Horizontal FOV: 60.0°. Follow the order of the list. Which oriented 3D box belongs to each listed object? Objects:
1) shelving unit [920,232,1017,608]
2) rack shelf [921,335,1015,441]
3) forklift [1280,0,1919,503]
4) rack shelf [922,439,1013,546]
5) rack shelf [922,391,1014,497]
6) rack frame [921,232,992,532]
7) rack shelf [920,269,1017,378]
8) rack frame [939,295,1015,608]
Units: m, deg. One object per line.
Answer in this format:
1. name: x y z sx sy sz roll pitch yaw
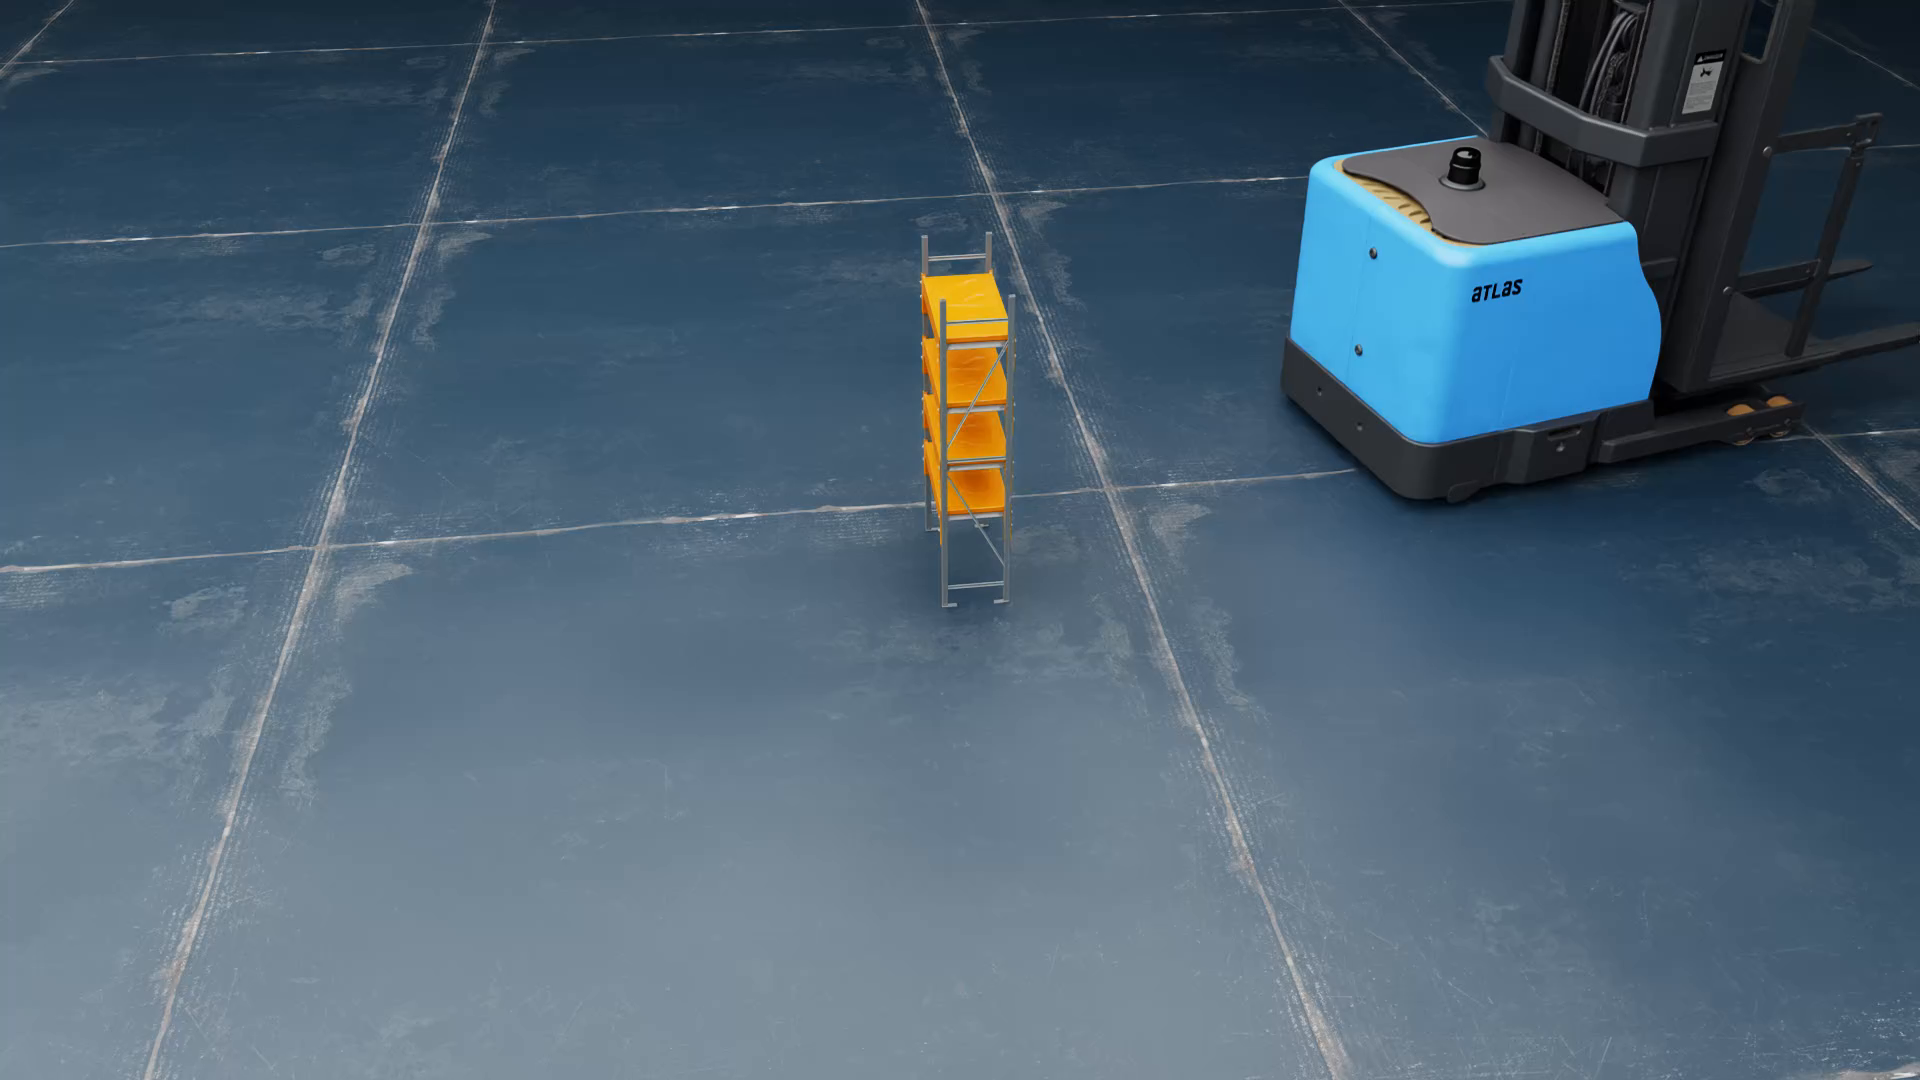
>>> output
1. shelving unit: 0.022 -0.403 5.777 0.258 1.200 0.503 -4 35 -6
2. rack shelf: 0.022 -0.533 5.688 0.258 0.148 0.480 -4 35 -6
3. forklift: 2.935 -1.864 6.382 3.031 2.935 1.130 -12 36 -17
4. rack shelf: 0.022 -0.184 5.926 0.258 0.148 0.480 -4 35 -6
5. rack shelf: 0.022 -0.348 5.814 0.258 0.148 0.480 -4 35 -6
6. rack frame: -0.011 -0.540 5.976 0.240 1.200 0.015 -4 35 -6
7. rack shelf: 0.022 -0.728 5.555 0.258 0.148 0.480 -4 35 -6
8. rack frame: 0.055 -0.267 5.577 0.240 1.200 0.015 -4 35 -6
